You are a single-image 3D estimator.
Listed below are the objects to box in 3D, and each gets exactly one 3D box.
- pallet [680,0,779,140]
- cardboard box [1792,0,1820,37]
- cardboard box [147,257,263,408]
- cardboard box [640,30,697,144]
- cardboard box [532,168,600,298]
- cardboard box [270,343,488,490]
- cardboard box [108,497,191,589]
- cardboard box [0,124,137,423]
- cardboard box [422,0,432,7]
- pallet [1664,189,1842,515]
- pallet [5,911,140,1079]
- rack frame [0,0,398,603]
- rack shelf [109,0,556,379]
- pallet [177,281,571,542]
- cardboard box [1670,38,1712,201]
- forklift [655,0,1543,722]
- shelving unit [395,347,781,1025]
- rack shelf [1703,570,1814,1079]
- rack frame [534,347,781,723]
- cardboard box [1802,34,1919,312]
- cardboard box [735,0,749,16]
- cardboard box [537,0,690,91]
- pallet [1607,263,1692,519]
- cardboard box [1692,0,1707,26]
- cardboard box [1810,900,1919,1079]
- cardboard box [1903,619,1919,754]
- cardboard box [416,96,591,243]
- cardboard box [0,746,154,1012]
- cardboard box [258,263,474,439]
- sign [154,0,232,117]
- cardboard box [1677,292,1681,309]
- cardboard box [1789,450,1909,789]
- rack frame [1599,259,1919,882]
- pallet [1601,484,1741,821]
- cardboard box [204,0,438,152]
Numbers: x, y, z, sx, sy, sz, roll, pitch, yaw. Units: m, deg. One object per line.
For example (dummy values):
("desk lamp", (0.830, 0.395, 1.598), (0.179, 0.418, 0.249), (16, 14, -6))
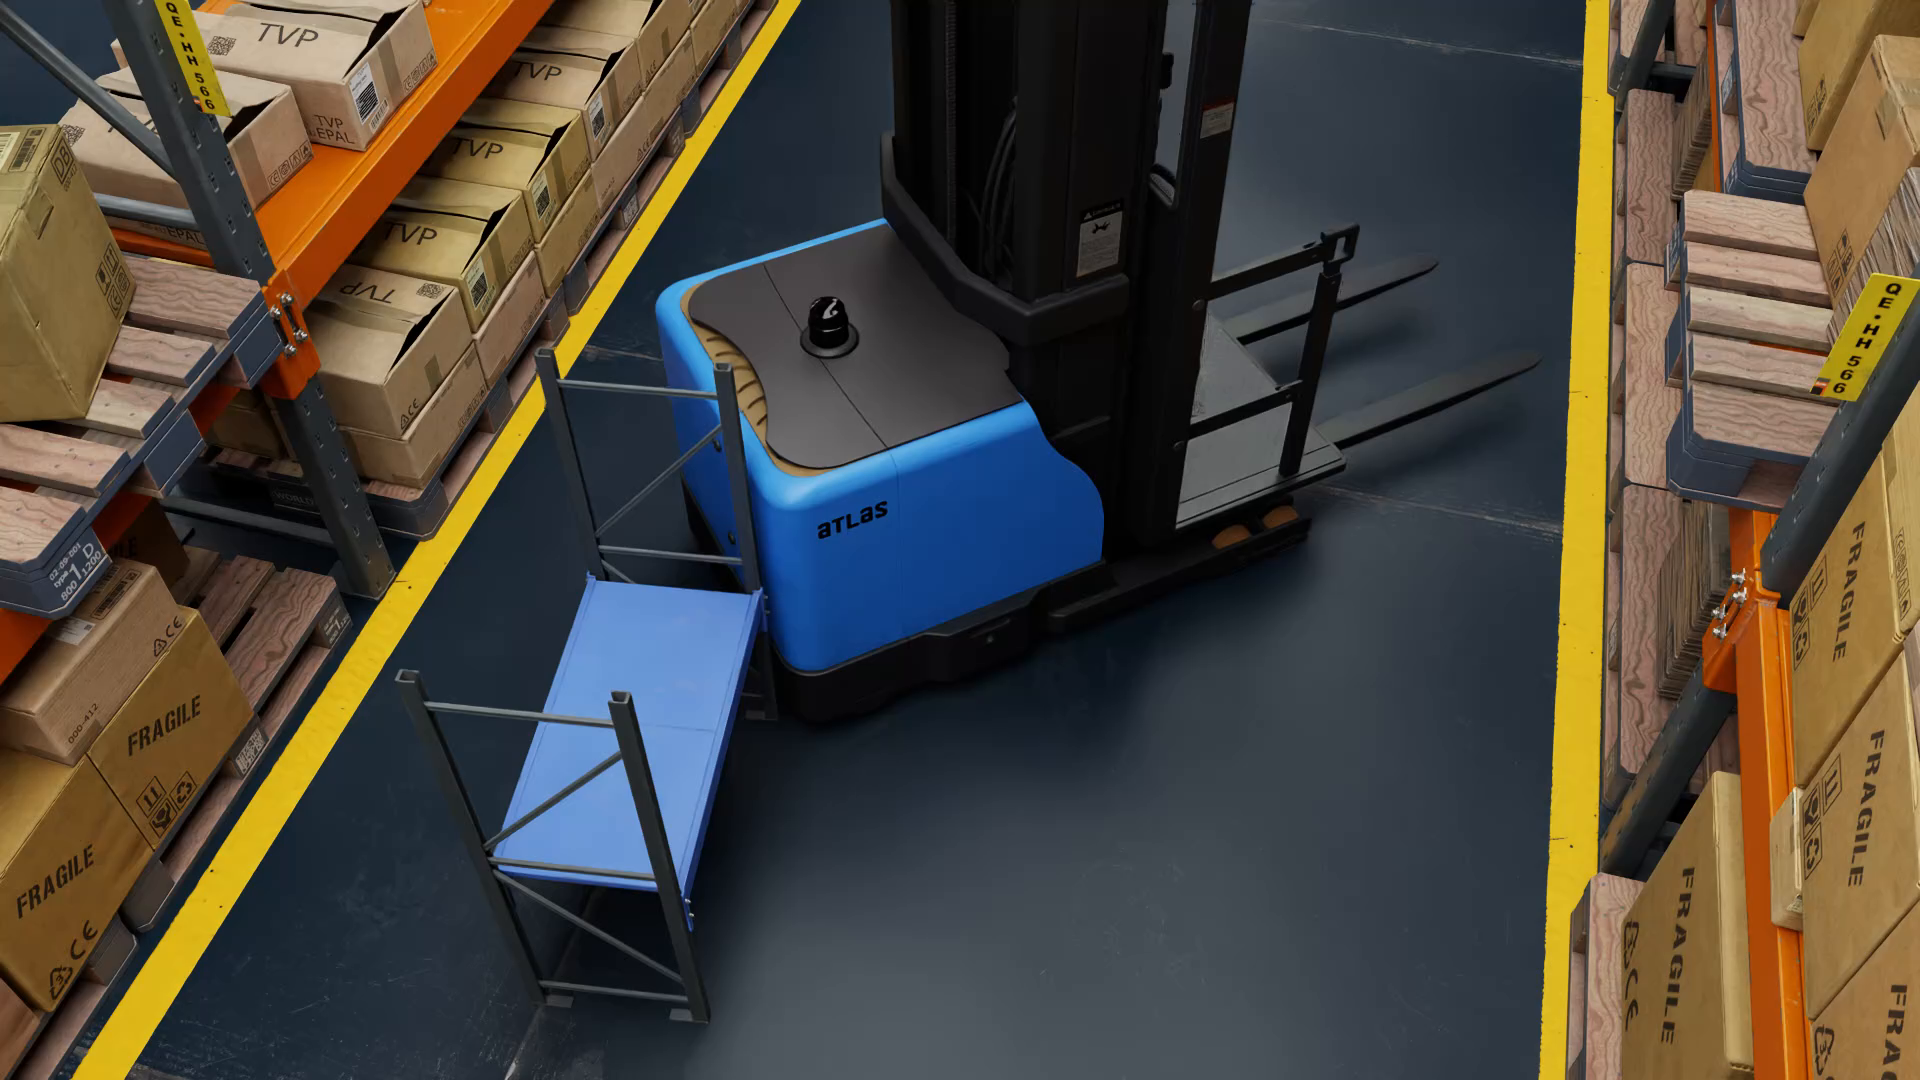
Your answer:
("pallet", (-1.511, -2.356, 7.689), (1.003, 0.211, 1.213), (12, 50, 10))
("cardboard box", (2.961, -1.777, 4.957), (0.700, 0.500, 0.500), (18, 51, 15))
("cardboard box", (-2.507, -0.768, 5.607), (0.500, 0.311, 0.500), (13, 50, 11))
("cardboard box", (-1.453, -1.956, 7.029), (0.500, 0.250, 0.500), (13, 50, 11))
("cardboard box", (-1.724, -1.217, 6.377), (0.500, 0.250, 0.500), (10, 49, 9))
("cardboard box", (-1.986, -0.476, 5.723), (0.500, 0.250, 0.500), (11, 50, 10))
("cardboard box", (-2.803, 0.028, 5.098), (0.500, 0.500, 0.500), (13, 50, 12))
("cardboard box", (-2.465, -0.620, 3.950), (0.700, 0.500, 0.500), (-3, 49, -3))
("cardboard box", (-1.982, -2.176, 5.603), (0.500, 0.500, 0.500), (9, 49, 8))
("pallet", (2.457, -0.424, 4.252), (1.213, 0.211, 1.003), (12, 50, 10))
("pallet", (-2.964, 1.409, 4.366), (1.003, 0.211, 1.213), (12, 50, 10))
("rack frame", (-2.408, -0.926, 4.567), (1.000, 3.000, 0.127), (12, 50, 10))
("rack shelf", (-1.881, -2.135, 6.113), (1.077, 0.370, 4.000), (12, 50, 10))
("pallet", (-2.153, -0.591, 6.131), (1.003, 0.211, 1.213), (12, 50, 10))
("cardboard box", (3.248, -1.627, 6.559), (0.700, 0.500, 0.500), (13, 50, 11))
("forklift", (0.620, -1.194, 4.849), (3.031, 2.935, 1.130), (-21, 52, -17))
("shelving unit", (-0.876, 0.424, 4.375), (0.538, 1.500, 1.048), (5, 49, 5))
("rack shelf", (1.846, 1.733, 2.699), (1.077, 0.370, 4.000), (12, 50, 10))
("rack frame", (-0.816, 0.046, 4.709), (0.500, 1.500, 0.032), (5, 49, 5))
("cardboard box", (2.607, -0.881, 4.167), (0.700, 0.500, 0.500), (7, 49, 6))
("cardboard box", (-1.184, -2.691, 7.678), (0.500, 0.250, 0.500), (11, 50, 10))
("cardboard box", (-1.449, -2.146, 6.824), (0.500, 0.311, 0.500), (11, 50, 10))
("pallet", (2.903, -0.473, 6.027), (1.003, 0.211, 1.213), (12, 50, 10))
("cardboard box", (3.537, -2.445, 7.504), (0.380, 0.166, 0.250), (6, 49, 5))
("cardboard box", (1.719, 0.947, 2.635), (0.500, 0.500, 0.500), (11, 50, 10))
("cardboard box", (1.864, 0.329, 2.680), (0.500, 0.250, 0.500), (11, 49, 10))
("cardboard box", (-1.720, -1.412, 6.175), (0.500, 0.311, 0.500), (10, 49, 9))
("cardboard box", (-2.564, 0.853, 4.371), (0.500, 0.500, 0.500), (10, 49, 9))
("cardboard box", (-1.986, -0.662, 5.513), (0.500, 0.311, 0.500), (13, 50, 11))
("sign", (-1.882, -1.183, 4.074), (0.100, 0.325, 0.005), (12, 50, 10))
("cardboard box", (2.987, -0.882, 5.902), (0.700, 0.500, 0.500), (12, 50, 10))
("cardboard box", (1.998, 0.212, 3.284), (0.500, 0.500, 0.500), (13, 50, 11))
("rack frame", (2.372, 0.049, 3.706), (1.000, 3.000, 0.127), (12, 50, 10))
("pallet", (2.580, 0.407, 5.250), (1.003, 0.211, 1.213), (12, 50, 10))
("cardboard box", (-1.985, -1.505, 5.137), (0.500, 0.311, 0.500), (11, 49, 10))
